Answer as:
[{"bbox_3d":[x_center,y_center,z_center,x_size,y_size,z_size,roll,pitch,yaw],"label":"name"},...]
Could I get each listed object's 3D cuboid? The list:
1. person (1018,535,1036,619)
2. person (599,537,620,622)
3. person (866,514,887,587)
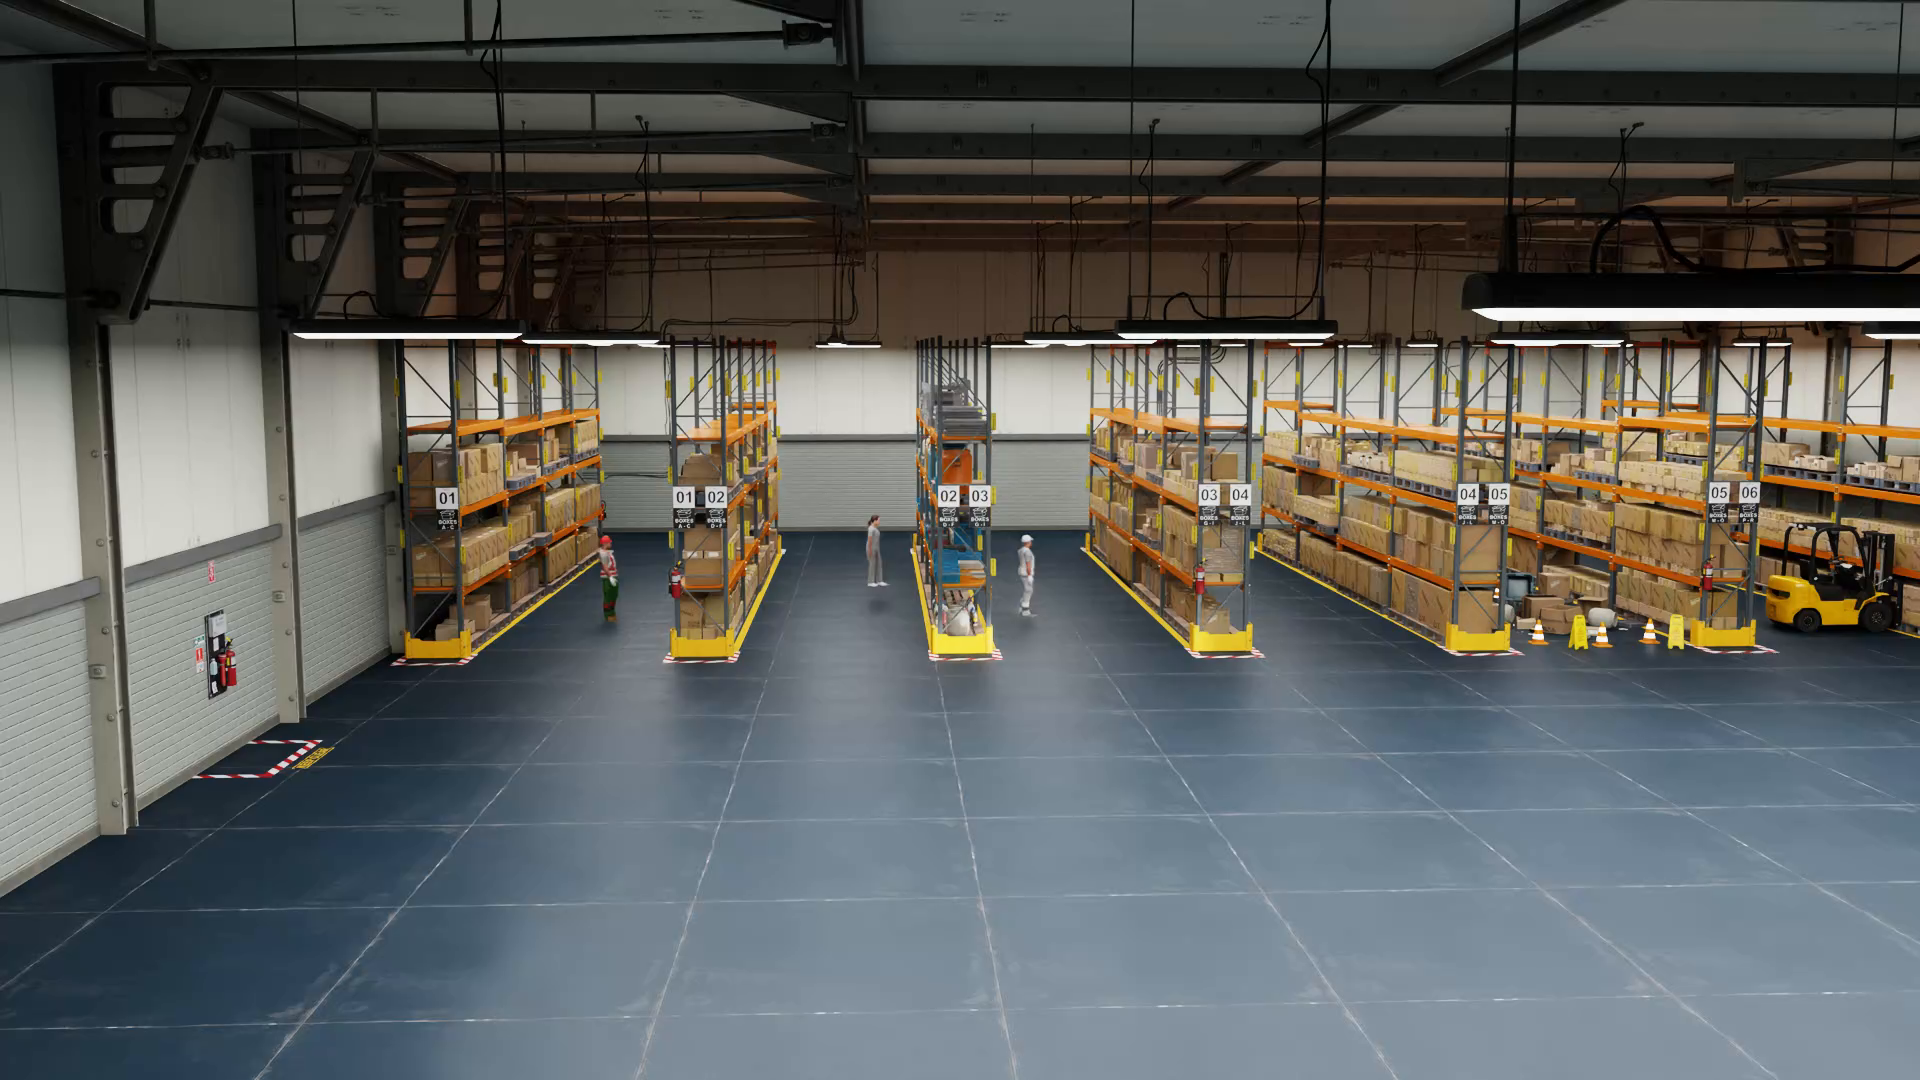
[{"bbox_3d":[1.446,0.800,35.730,0.360,1.828,0.635,-2,7,-14],"label":"person"},{"bbox_3d":[-7.435,0.836,35.374,0.535,1.835,0.634,2,7,16],"label":"person"},{"bbox_3d":[-1.961,0.238,38.443,0.405,1.673,0.508,3,7,27],"label":"person"}]
